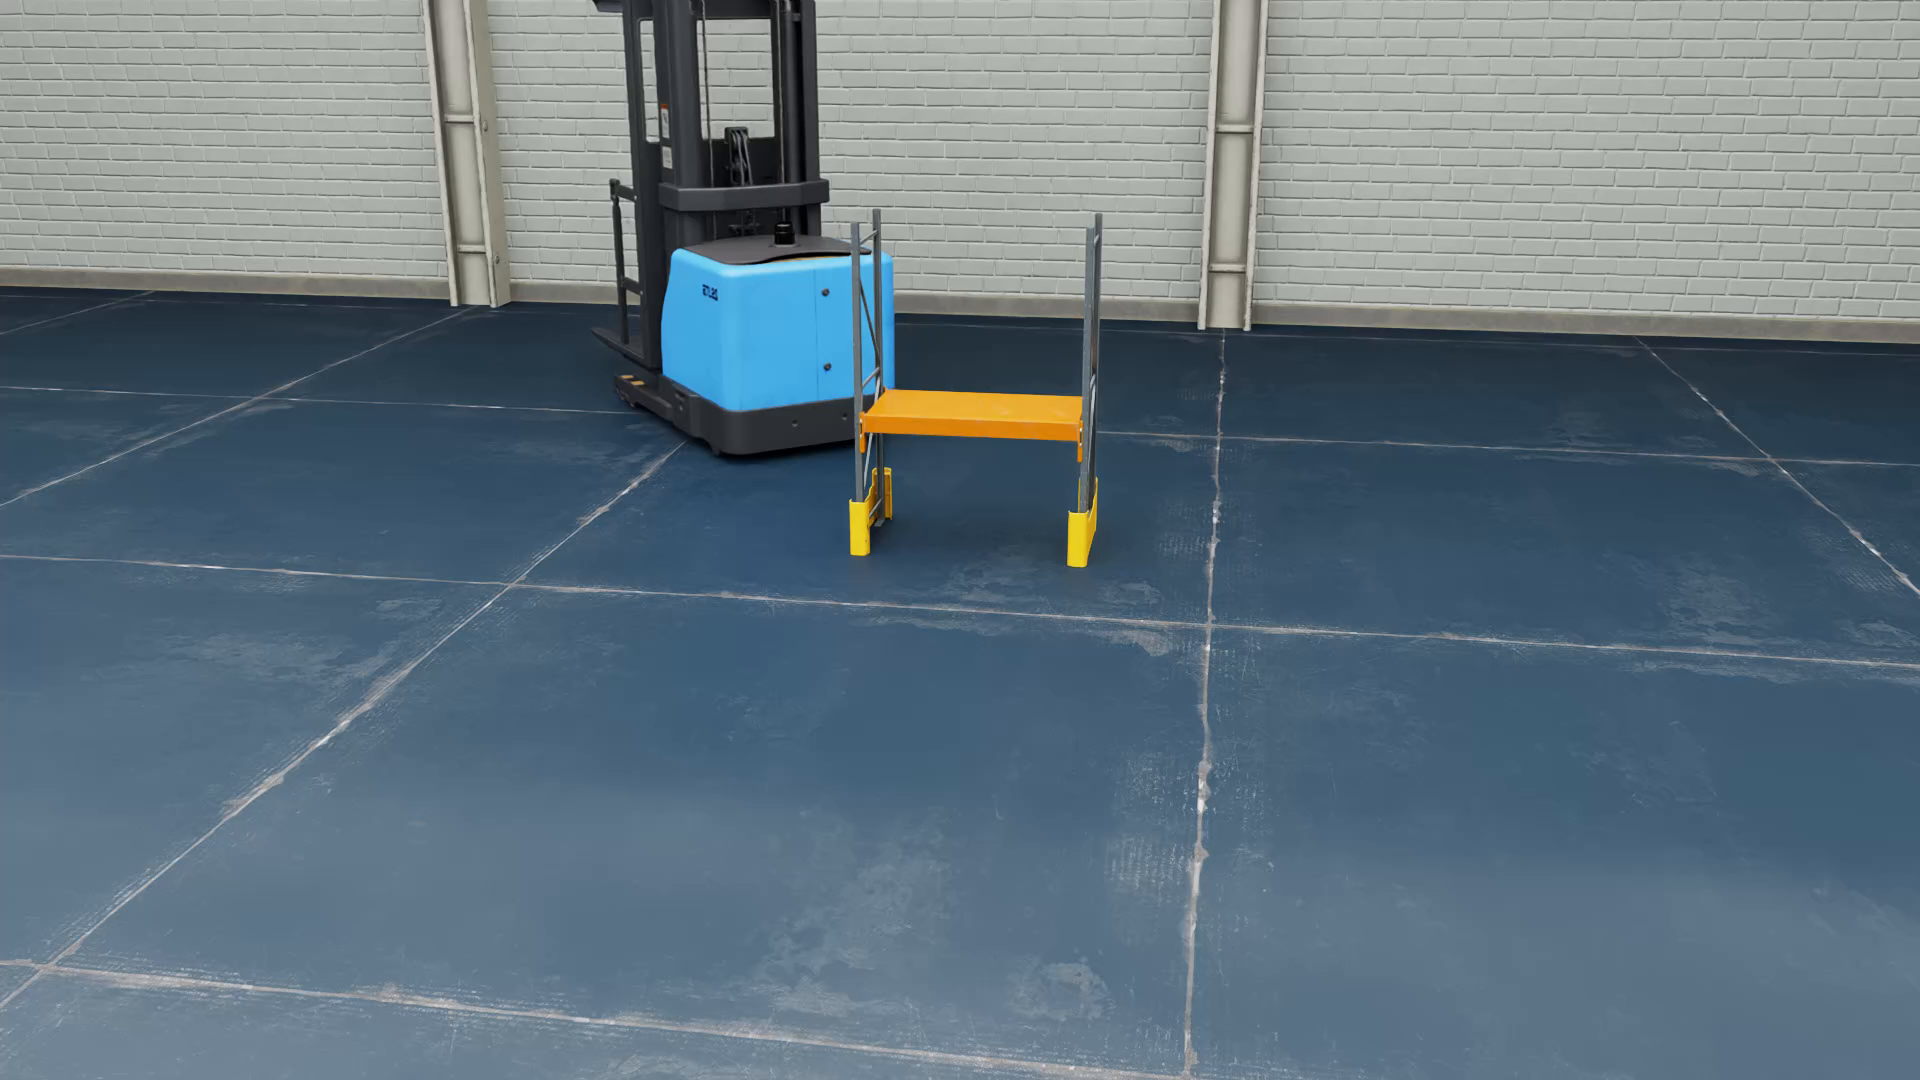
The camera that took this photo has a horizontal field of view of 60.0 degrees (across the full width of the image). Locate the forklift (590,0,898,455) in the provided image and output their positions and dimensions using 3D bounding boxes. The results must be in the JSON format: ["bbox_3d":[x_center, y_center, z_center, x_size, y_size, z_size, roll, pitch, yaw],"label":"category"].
[{"bbox_3d":[-1.513,-2.269,9.964,1.130,2.935,3.031,-10,21,-28],"label":"forklift"}]

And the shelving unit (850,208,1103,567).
[{"bbox_3d":[0.075,-0.707,7.554,1.083,1.500,0.587,3,19,9],"label":"shelving unit"}]

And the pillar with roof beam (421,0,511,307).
[{"bbox_3d":[-4.590,-4.854,8.129,0.400,9.000,9.100,3,19,9],"label":"pillar with roof beam"}]

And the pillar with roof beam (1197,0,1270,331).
[{"bbox_3d":[1.334,-4.552,7.226,0.400,9.000,9.100,3,19,9],"label":"pillar with roof beam"}]

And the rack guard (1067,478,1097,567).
[{"bbox_3d":[0.567,-0.090,7.677,0.087,0.250,0.587,3,19,9],"label":"rack guard"}]

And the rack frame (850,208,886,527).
[{"bbox_3d":[-0.418,-0.733,7.629,0.032,1.500,0.500,3,19,9],"label":"rack frame"}]

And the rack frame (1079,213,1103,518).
[{"bbox_3d":[0.586,-0.681,7.476,0.032,1.500,0.500,3,19,9],"label":"rack frame"}]

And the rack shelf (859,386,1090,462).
[{"bbox_3d":[0.084,-0.536,7.609,1.000,0.185,0.538,3,19,9],"label":"rack shelf"}]

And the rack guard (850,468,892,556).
[{"bbox_3d":[-0.416,-0.140,7.827,0.087,0.250,0.587,3,19,9],"label":"rack guard"}]
